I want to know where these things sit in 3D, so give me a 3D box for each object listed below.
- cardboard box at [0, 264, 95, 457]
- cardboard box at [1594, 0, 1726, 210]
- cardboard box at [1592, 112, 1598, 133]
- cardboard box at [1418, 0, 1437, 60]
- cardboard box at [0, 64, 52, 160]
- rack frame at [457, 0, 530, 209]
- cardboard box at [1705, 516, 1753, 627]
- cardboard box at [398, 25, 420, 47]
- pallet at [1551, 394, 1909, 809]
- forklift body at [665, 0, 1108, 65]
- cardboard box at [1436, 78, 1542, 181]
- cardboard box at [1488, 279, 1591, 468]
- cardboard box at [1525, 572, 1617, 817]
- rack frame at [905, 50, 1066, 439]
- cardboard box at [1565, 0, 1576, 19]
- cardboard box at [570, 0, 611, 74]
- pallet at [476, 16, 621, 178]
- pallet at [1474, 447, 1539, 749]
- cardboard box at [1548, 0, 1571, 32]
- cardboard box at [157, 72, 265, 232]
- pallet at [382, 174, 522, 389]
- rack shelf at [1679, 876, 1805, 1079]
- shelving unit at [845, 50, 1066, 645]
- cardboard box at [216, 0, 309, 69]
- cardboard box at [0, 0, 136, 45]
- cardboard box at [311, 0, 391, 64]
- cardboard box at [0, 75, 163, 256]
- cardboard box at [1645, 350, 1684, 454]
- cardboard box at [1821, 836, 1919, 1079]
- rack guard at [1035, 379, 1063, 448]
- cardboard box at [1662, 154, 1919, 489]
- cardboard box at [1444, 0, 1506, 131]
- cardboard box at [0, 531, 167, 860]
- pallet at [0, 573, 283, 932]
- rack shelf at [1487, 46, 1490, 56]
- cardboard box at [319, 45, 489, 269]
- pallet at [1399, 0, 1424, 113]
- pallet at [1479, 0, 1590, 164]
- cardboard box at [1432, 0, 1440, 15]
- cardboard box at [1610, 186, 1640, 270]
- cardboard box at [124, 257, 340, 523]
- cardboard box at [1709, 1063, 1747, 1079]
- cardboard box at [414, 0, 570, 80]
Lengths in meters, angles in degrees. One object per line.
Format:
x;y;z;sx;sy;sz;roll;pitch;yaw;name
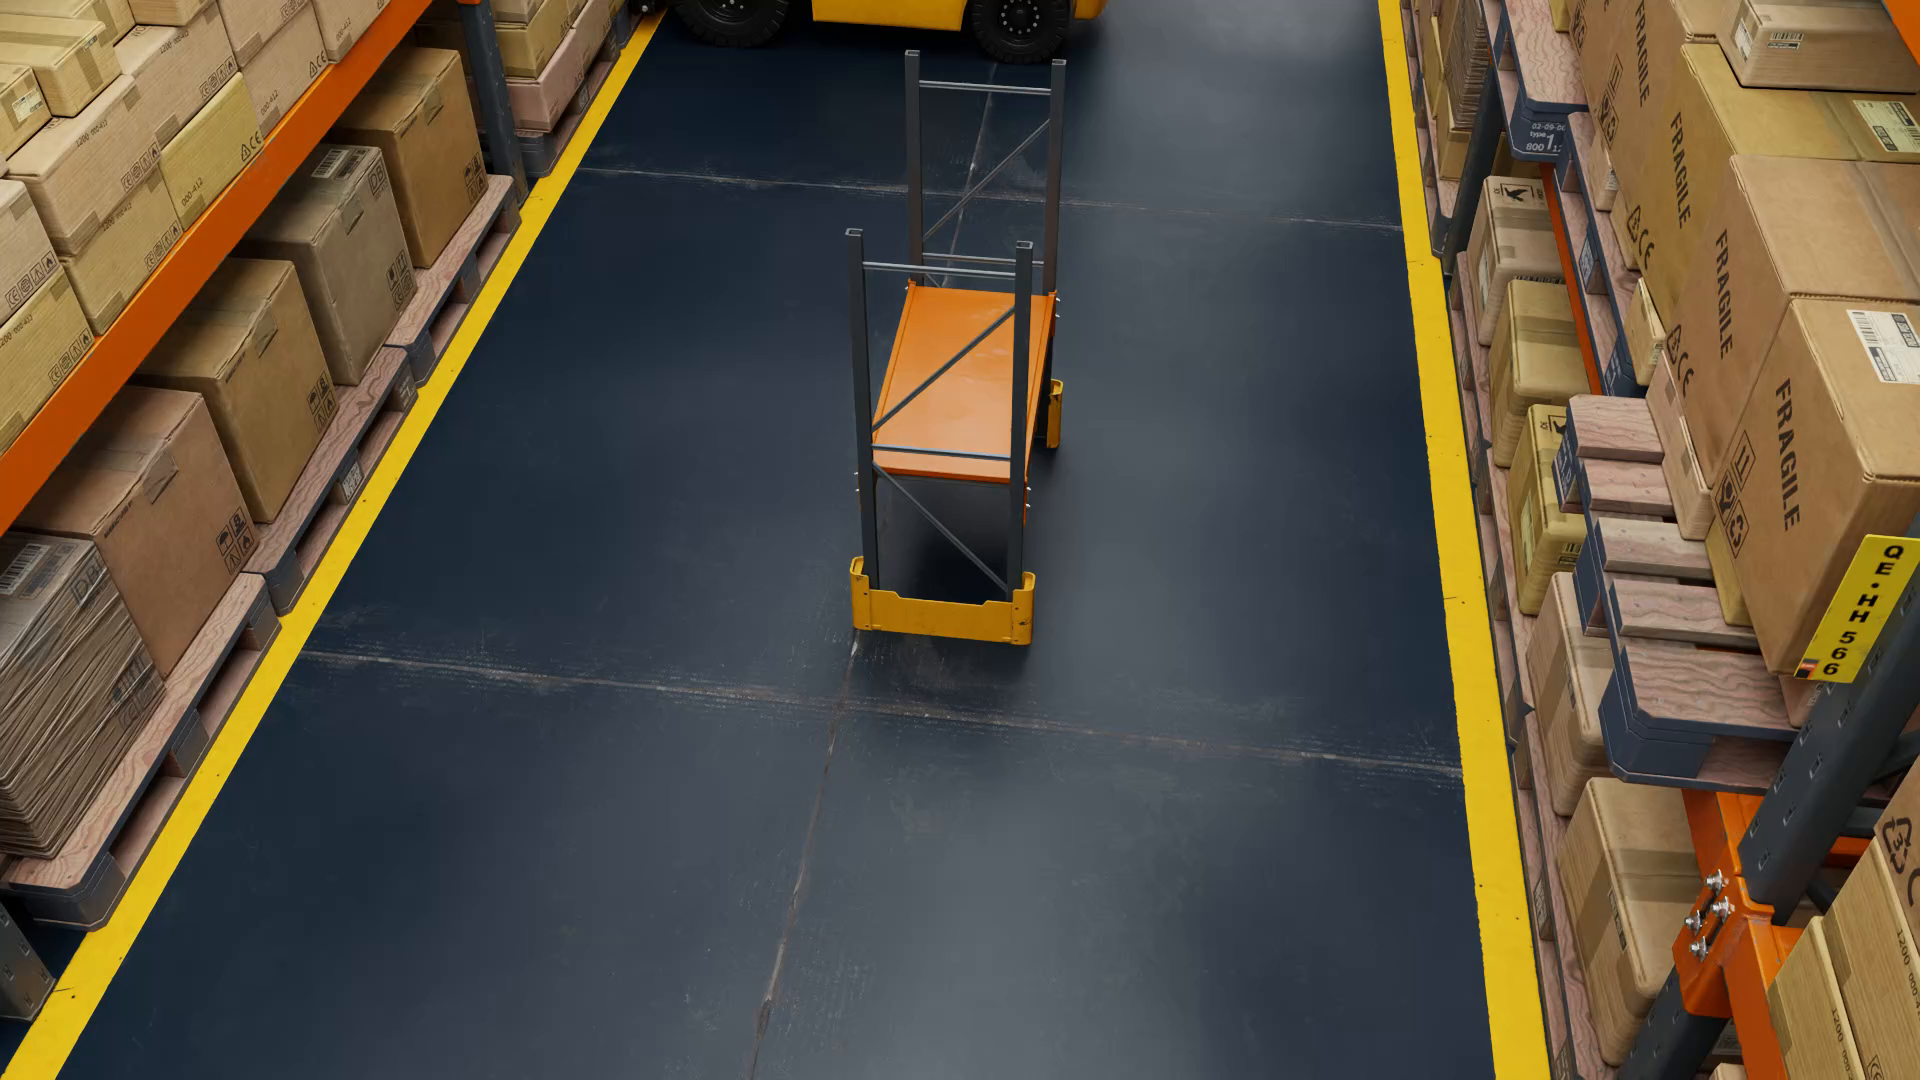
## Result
-2.567;-0.467;4.170;0.500;0.250;0.500;4;44;5;cardboard box
1.962;-1.151;4.190;0.500;0.500;0.500;4;44;4;cardboard box
2.011;-1.180;4.692;0.380;0.149;0.250;6;44;6;cardboard box
2.454;-2.467;7.869;0.500;0.250;0.500;6;44;6;cardboard box
-2.537;-1.074;4.158;0.380;0.149;0.250;6;44;6;cardboard box
-2.410;-2.625;6.340;1.000;3.000;0.127;5;44;6;rack frame
1.755;0.055;3.388;0.380;0.149;0.250;6;44;6;cardboard box
-2.549;-2.311;7.340;0.500;0.250;0.500;4;44;5;cardboard box
1.970;0.124;3.577;1.213;0.211;1.003;5;44;6;pallet
-0.324;-3.584;7.971;2.313;2.155;1.214;5;44;6;forklift body
2.322;-1.758;7.119;0.500;0.250;0.500;7;44;7;cardboard box
2.352;-0.526;5.730;0.950;0.372;0.625;8;44;8;cardboard box
2.156;0.464;4.684;0.950;0.372;0.625;4;44;5;cardboard box
0.078;-0.949;5.662;0.500;1.500;0.032;5;44;6;rack frame
2.098;-1.838;4.915;0.500;0.500;0.500;5;44;6;cardboard box
-1.966;-2.426;7.825;0.500;0.250;0.500;4;44;5;cardboard box
-2.264;-2.150;7.867;1.003;0.211;1.213;5;44;6;pallet
2.250;0.201;5.384;1.003;0.211;1.213;5;44;6;pallet
2.082;-1.720;5.262;0.380;0.149;0.250;6;44;6;cardboard box
-2.435;-1.172;4.915;0.500;0.250;0.500;7;44;7;cardboard box
-2.469;-1.107;6.765;1.003;0.211;1.213;5;44;6;pallet
1.717;2.174;1.795;1.077;0.370;4.000;5;44;6;rack shelf
0.010;-0.597;5.289;0.587;1.500;1.083;5;44;6;shelving unit
-2.356;-1.695;5.104;0.500;0.250;0.500;6;44;6;cardboard box
-2.506;-1.428;4.532;0.380;0.149;0.250;5;44;6;cardboard box
-2.279;-1.860;5.642;0.500;0.250;0.500;5;44;5;cardboard box
-2.484;-1.002;4.372;0.500;0.250;0.500;4;44;4;cardboard box
1.785;-0.292;3.754;0.380;0.149;0.250;3;44;4;cardboard box
1.670;0.746;2.526;0.500;0.250;0.500;5;44;5;cardboard box
0.076;-0.482;6.077;0.587;0.250;0.087;5;44;6;rack guard
1.824;-0.435;3.434;0.500;0.500;0.500;5;44;5;cardboard box
2.323;-2.030;6.861;0.500;0.500;0.500;5;44;5;cardboard box
-2.843;0.387;4.581;0.875;0.625;0.625;7;44;7;cardboard box
-2.792;0.556;5.009;1.003;0.211;1.213;5;44;6;pallet
2.775;-3.278;7.553;1.077;0.370;4.000;5;44;6;rack shelf
-2.468;-1.558;6.636;0.875;0.625;0.625;7;44;7;cardboard box
2.723;-2.458;8.193;1.003;0.211;1.213;5;44;6;pallet
2.265;-1.599;5.396;1.003;0.211;1.213;5;44;6;pallet
2.454;-2.725;7.595;0.500;0.500;0.500;7;44;8;cardboard box
1.918;-0.819;4.311;0.380;0.149;0.250;4;44;4;cardboard box
-2.676;-0.518;5.537;0.875;0.625;0.625;4;44;4;cardboard box
1.808;1.632;3.084;0.875;0.875;0.875;5;44;5;cardboard box
-2.040;-2.262;7.288;0.500;0.250;0.500;5;44;5;cardboard box
